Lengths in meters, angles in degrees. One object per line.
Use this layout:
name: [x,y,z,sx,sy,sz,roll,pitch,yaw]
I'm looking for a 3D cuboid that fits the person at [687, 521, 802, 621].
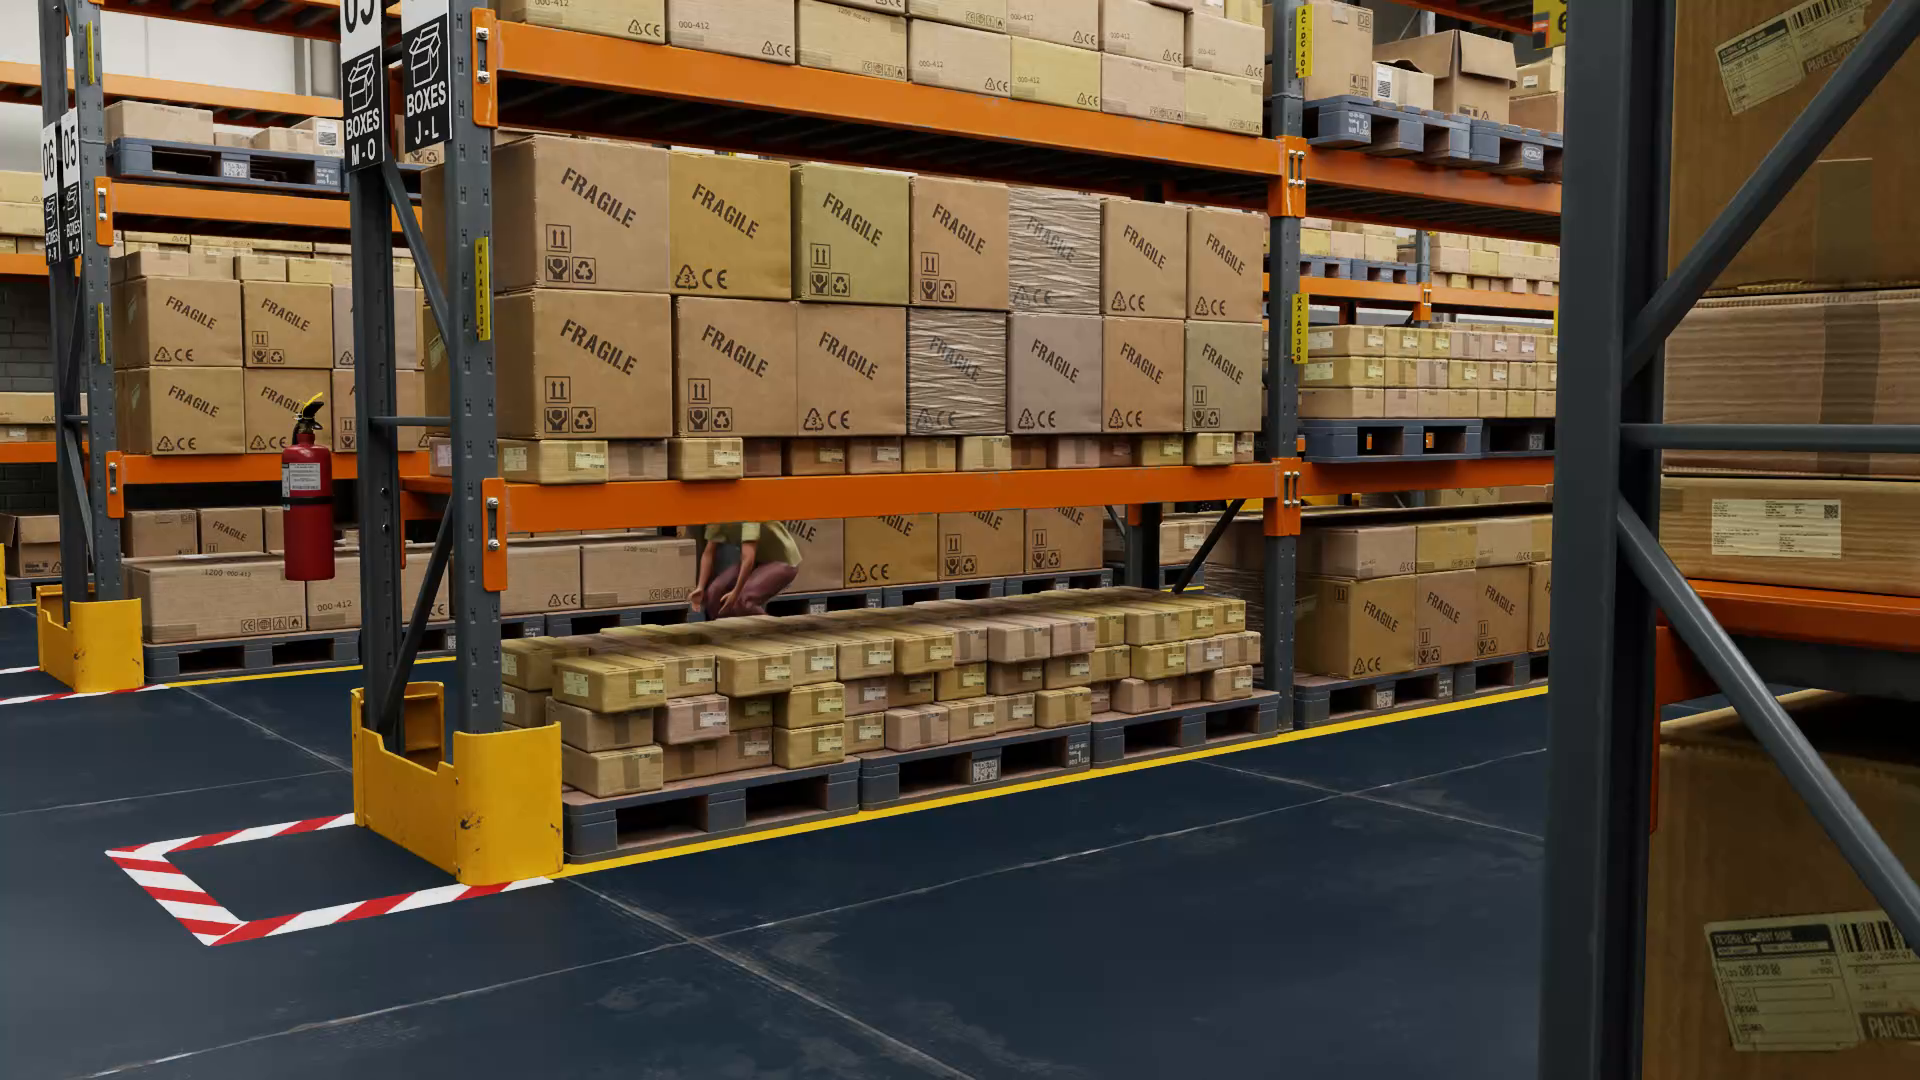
person: [-1.284,0.188,9.980,0.730,1.187,0.506,-4,6,-39]
